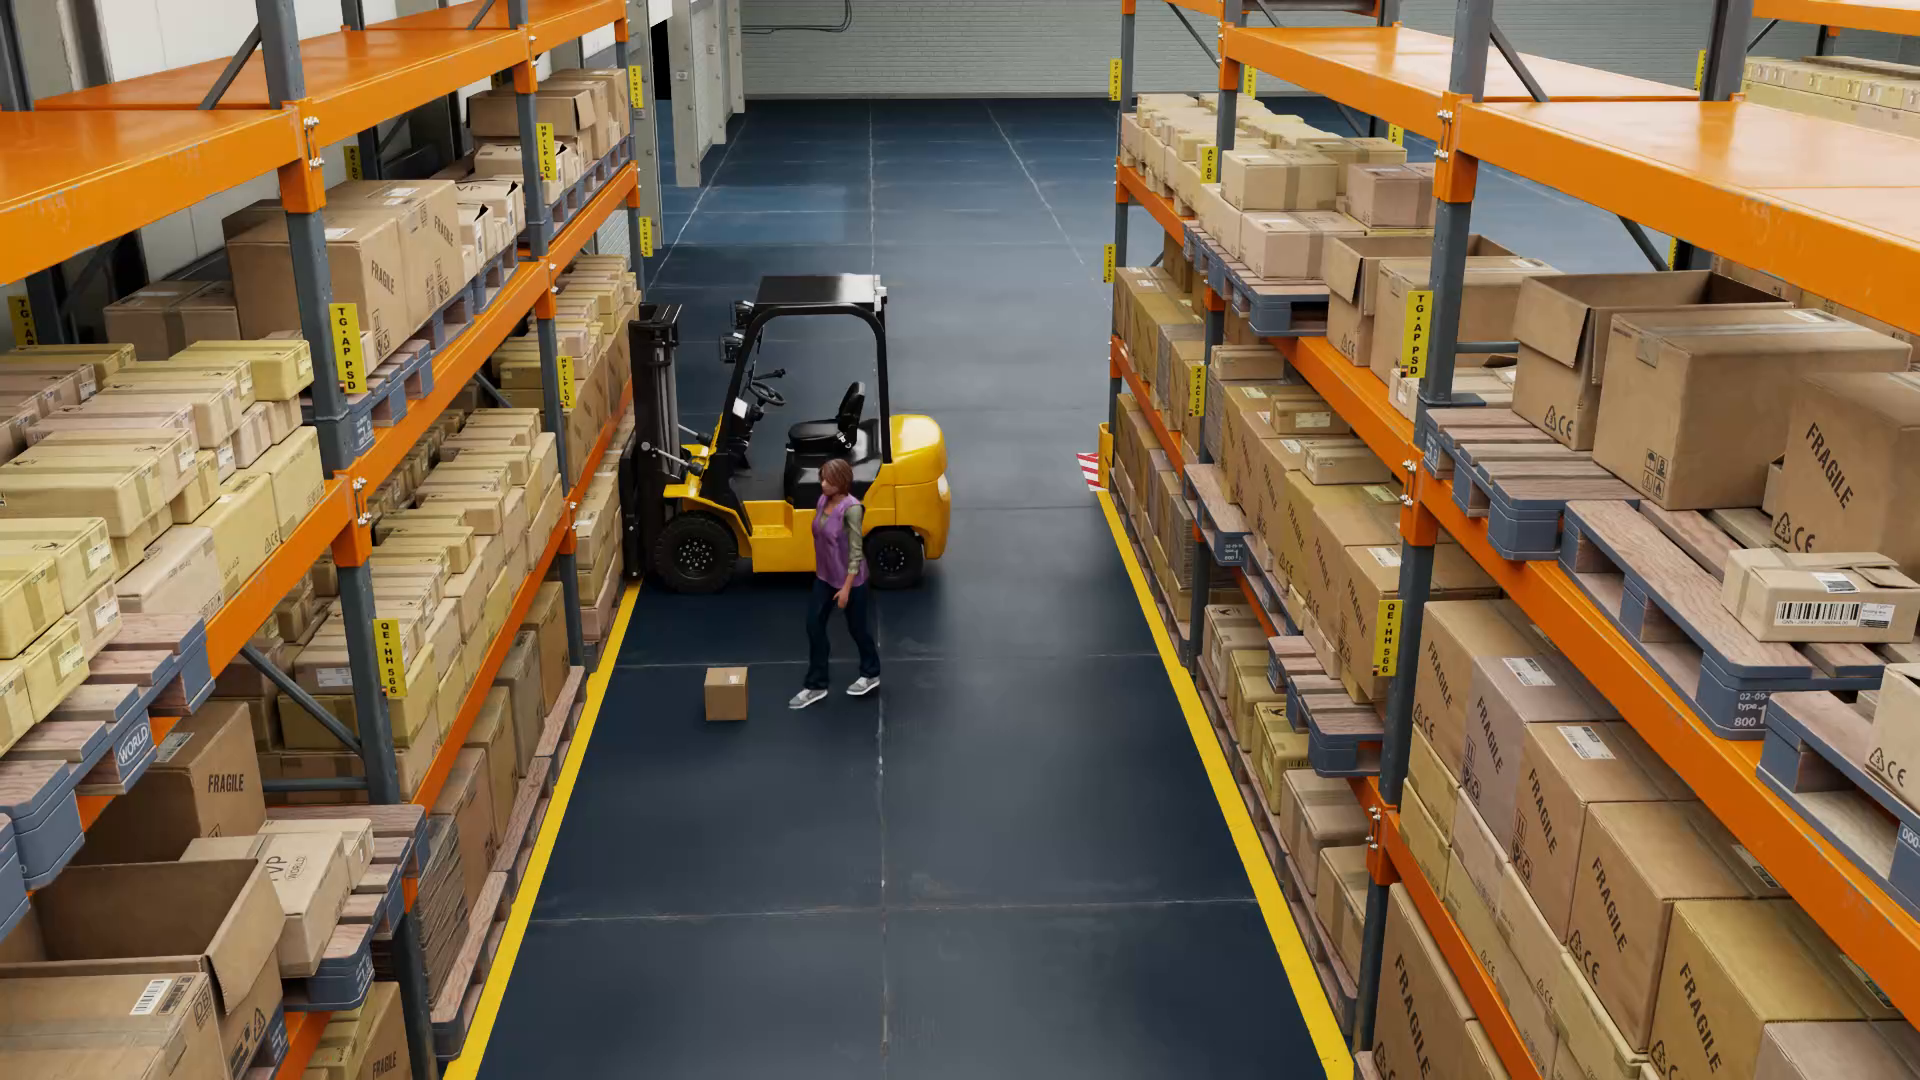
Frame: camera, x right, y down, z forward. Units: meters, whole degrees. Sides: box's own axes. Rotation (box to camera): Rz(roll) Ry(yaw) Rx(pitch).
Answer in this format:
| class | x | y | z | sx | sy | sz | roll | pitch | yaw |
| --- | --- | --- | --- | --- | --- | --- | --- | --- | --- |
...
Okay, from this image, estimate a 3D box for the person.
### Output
| class | x | y | z | sx | sy | sz | roll | pitch | yaw |
| --- | --- | --- | --- | --- | --- | --- | --- | --- | --- |
| person | -0.763 | 0.281 | 10.357 | 0.446 | 1.595 | 0.625 | 19 | 28 | 41 |
